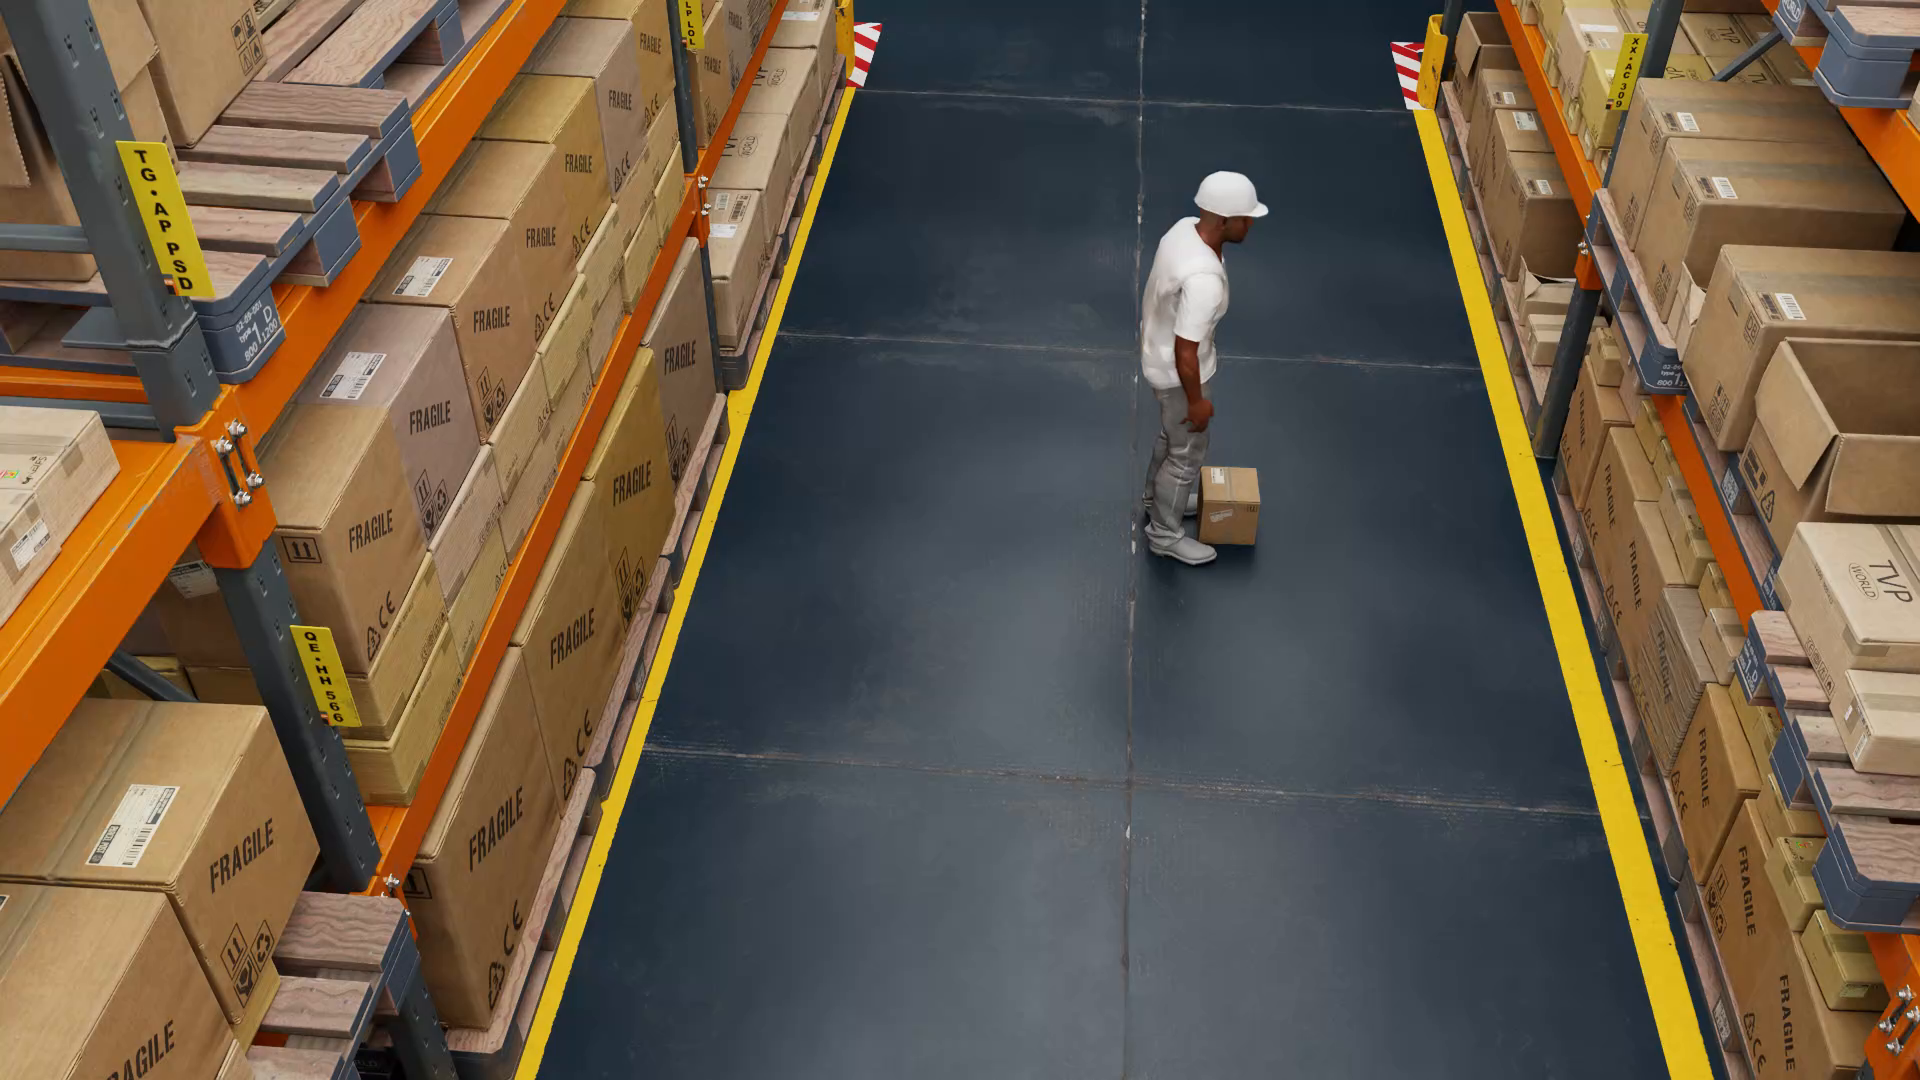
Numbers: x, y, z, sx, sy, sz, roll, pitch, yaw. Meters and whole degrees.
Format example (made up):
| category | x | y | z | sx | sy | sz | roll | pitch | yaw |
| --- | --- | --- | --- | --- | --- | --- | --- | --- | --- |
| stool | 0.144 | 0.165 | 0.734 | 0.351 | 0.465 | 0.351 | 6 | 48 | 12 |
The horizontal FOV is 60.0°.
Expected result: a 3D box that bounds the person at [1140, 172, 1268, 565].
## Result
| category | x | y | z | sx | sy | sz | roll | pitch | yaw |
| --- | --- | --- | --- | --- | --- | --- | --- | --- | --- |
| person | 0.984 | -0.739 | 7.028 | 0.463 | 1.760 | 0.631 | 3 | 40 | 3 |
